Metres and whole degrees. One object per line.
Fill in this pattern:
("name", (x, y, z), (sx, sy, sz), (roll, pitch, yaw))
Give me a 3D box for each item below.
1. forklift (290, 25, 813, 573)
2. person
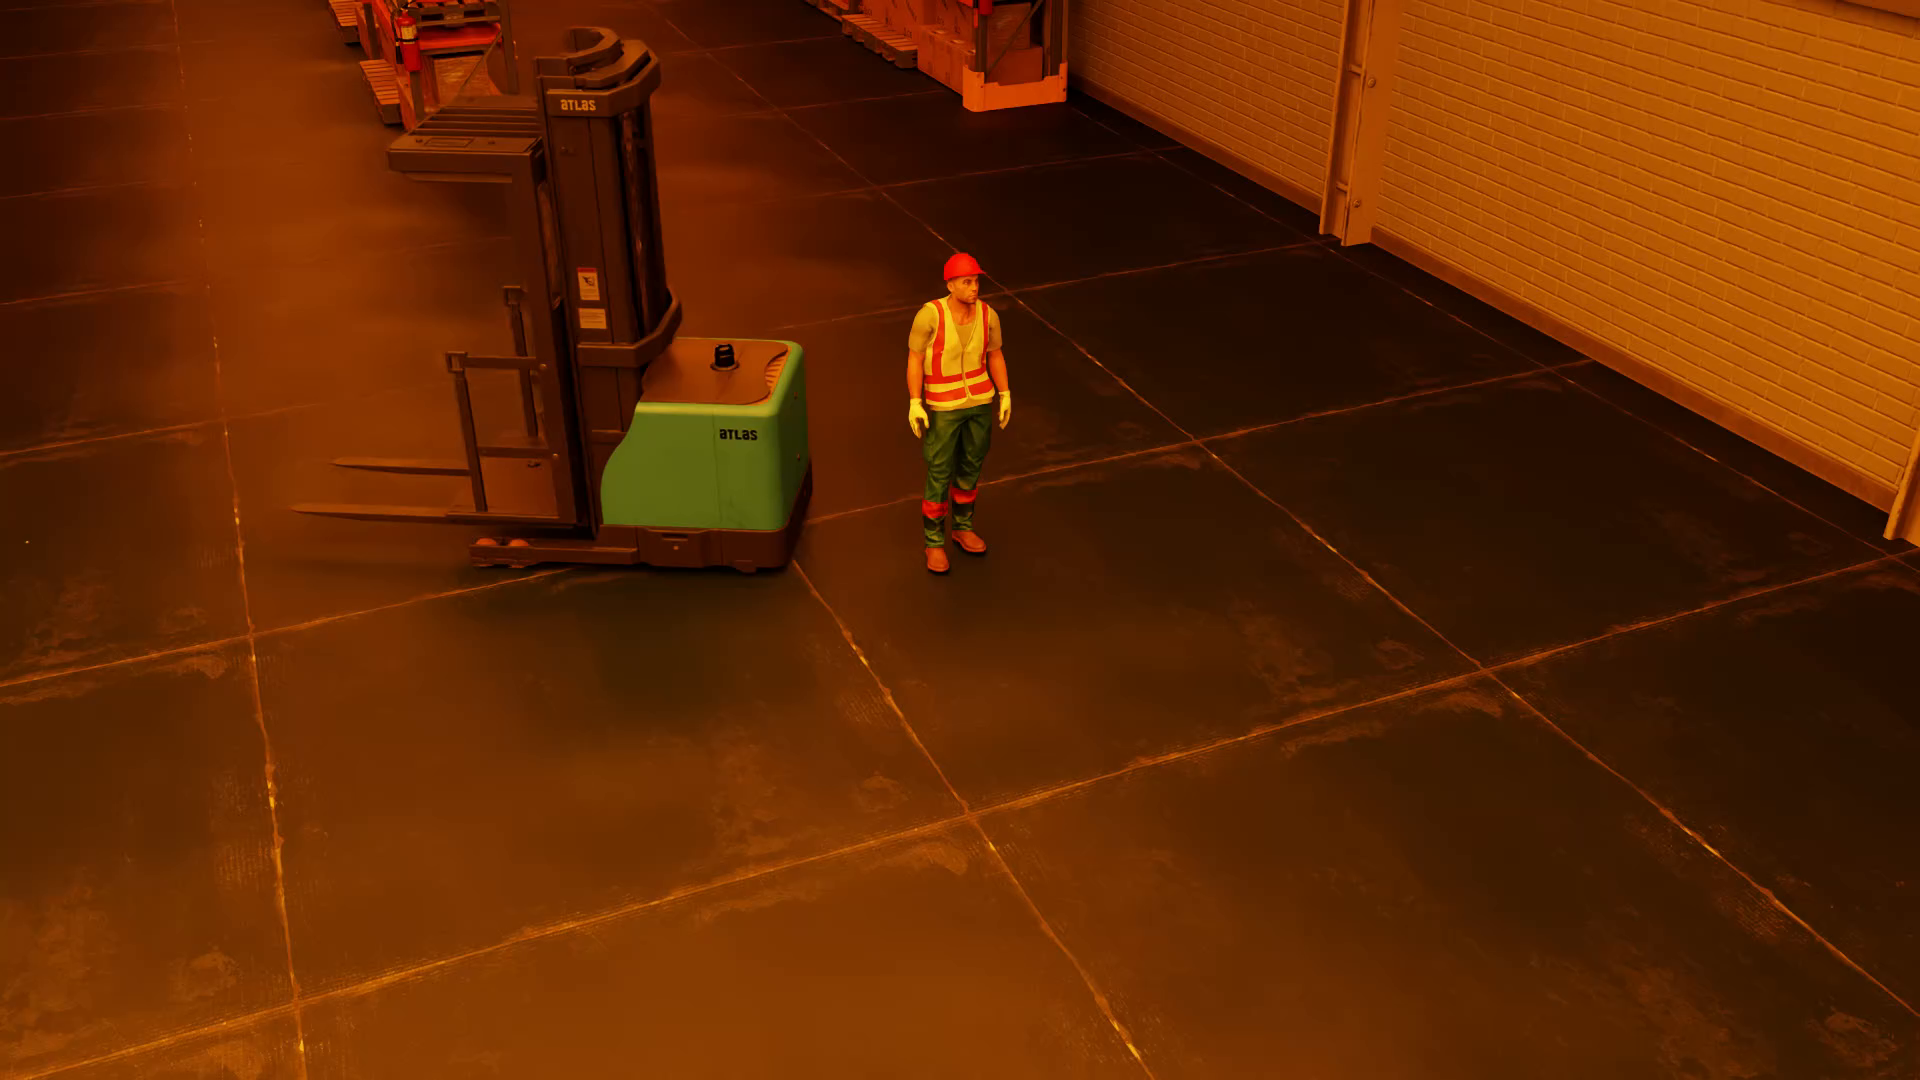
("forklift", (-2.469, -1.364, 9.505), (3.031, 2.935, 1.130), (2, 30, 4))
("person", (0.021, -0.744, 9.557), (0.637, 1.787, 0.564), (-12, 32, -20))
